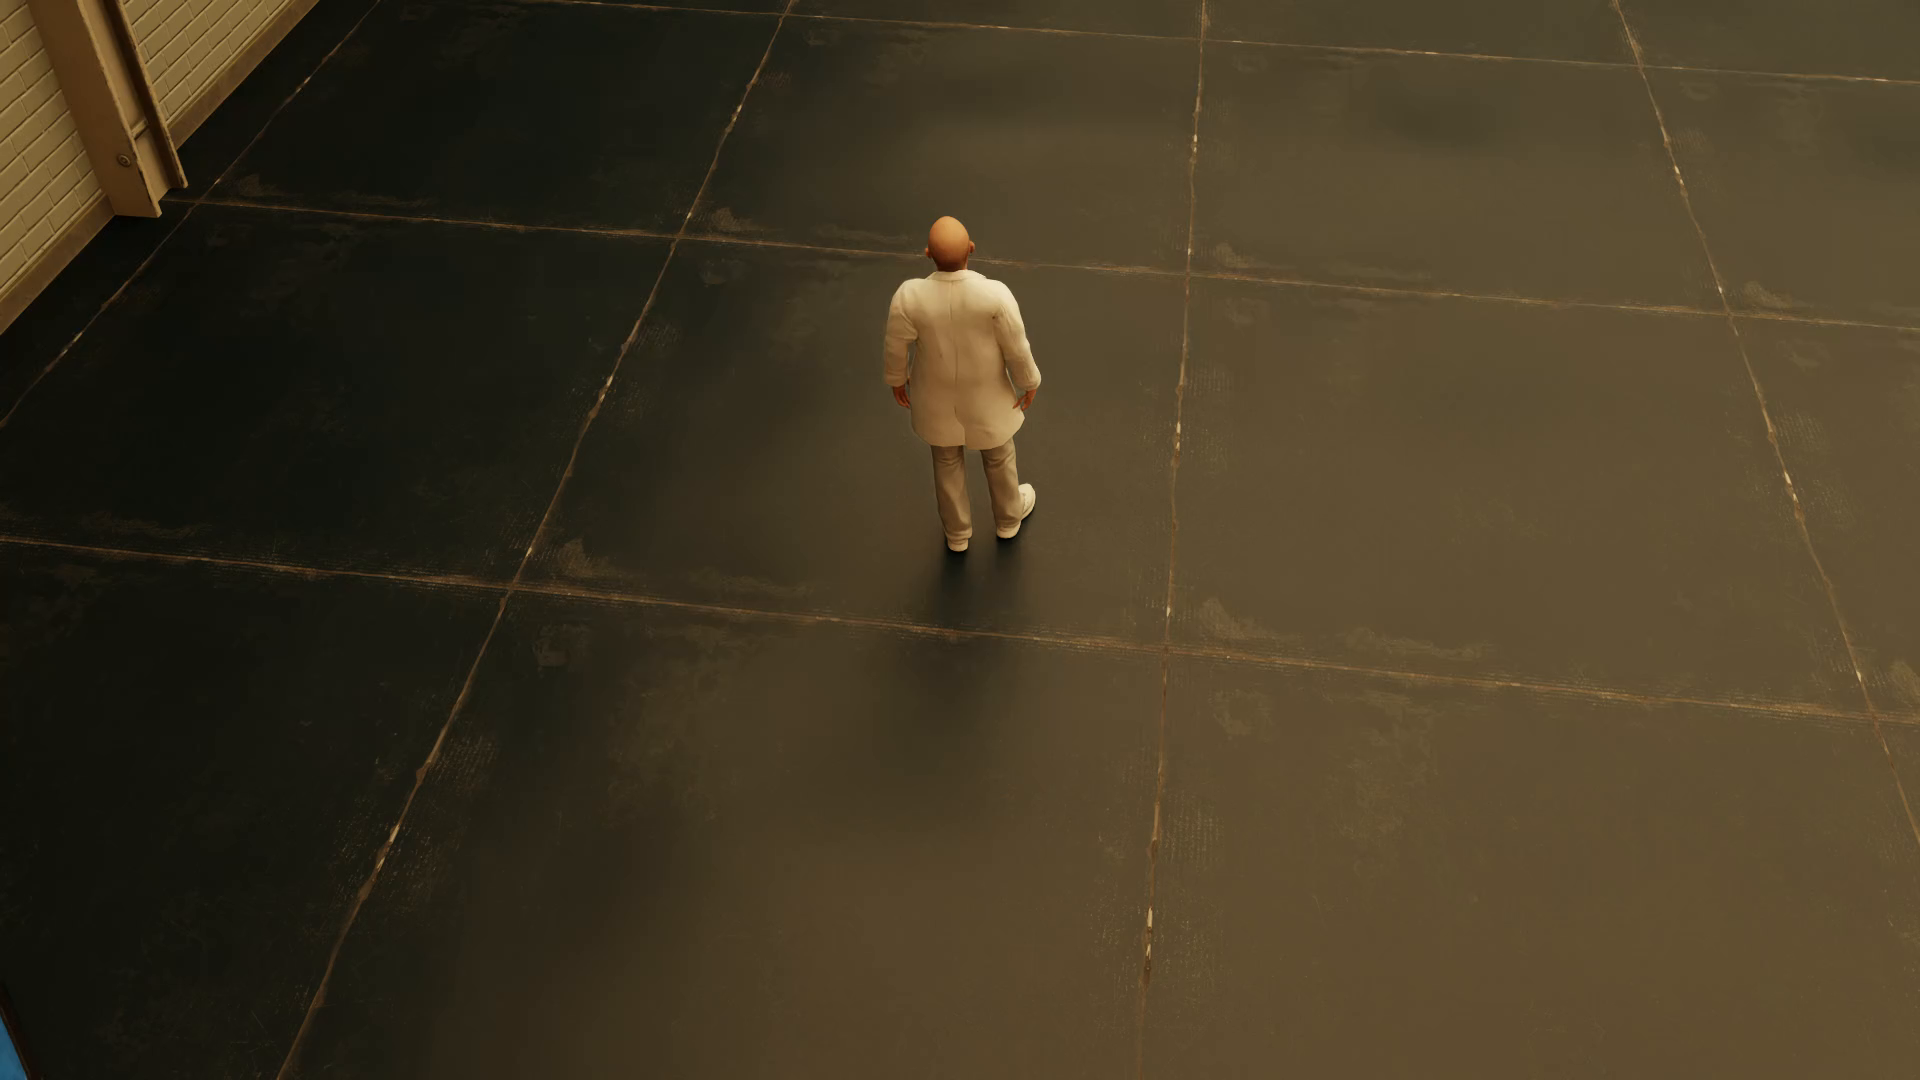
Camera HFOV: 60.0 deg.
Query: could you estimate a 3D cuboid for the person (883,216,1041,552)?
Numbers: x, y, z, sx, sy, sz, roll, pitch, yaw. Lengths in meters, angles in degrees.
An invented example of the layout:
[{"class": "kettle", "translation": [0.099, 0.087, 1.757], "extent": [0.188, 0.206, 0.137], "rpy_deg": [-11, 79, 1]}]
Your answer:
[{"class": "person", "translation": [0.016, -0.721, 7.351], "extent": [0.698, 1.777, 0.578], "rpy_deg": [5, 43, 6]}]
